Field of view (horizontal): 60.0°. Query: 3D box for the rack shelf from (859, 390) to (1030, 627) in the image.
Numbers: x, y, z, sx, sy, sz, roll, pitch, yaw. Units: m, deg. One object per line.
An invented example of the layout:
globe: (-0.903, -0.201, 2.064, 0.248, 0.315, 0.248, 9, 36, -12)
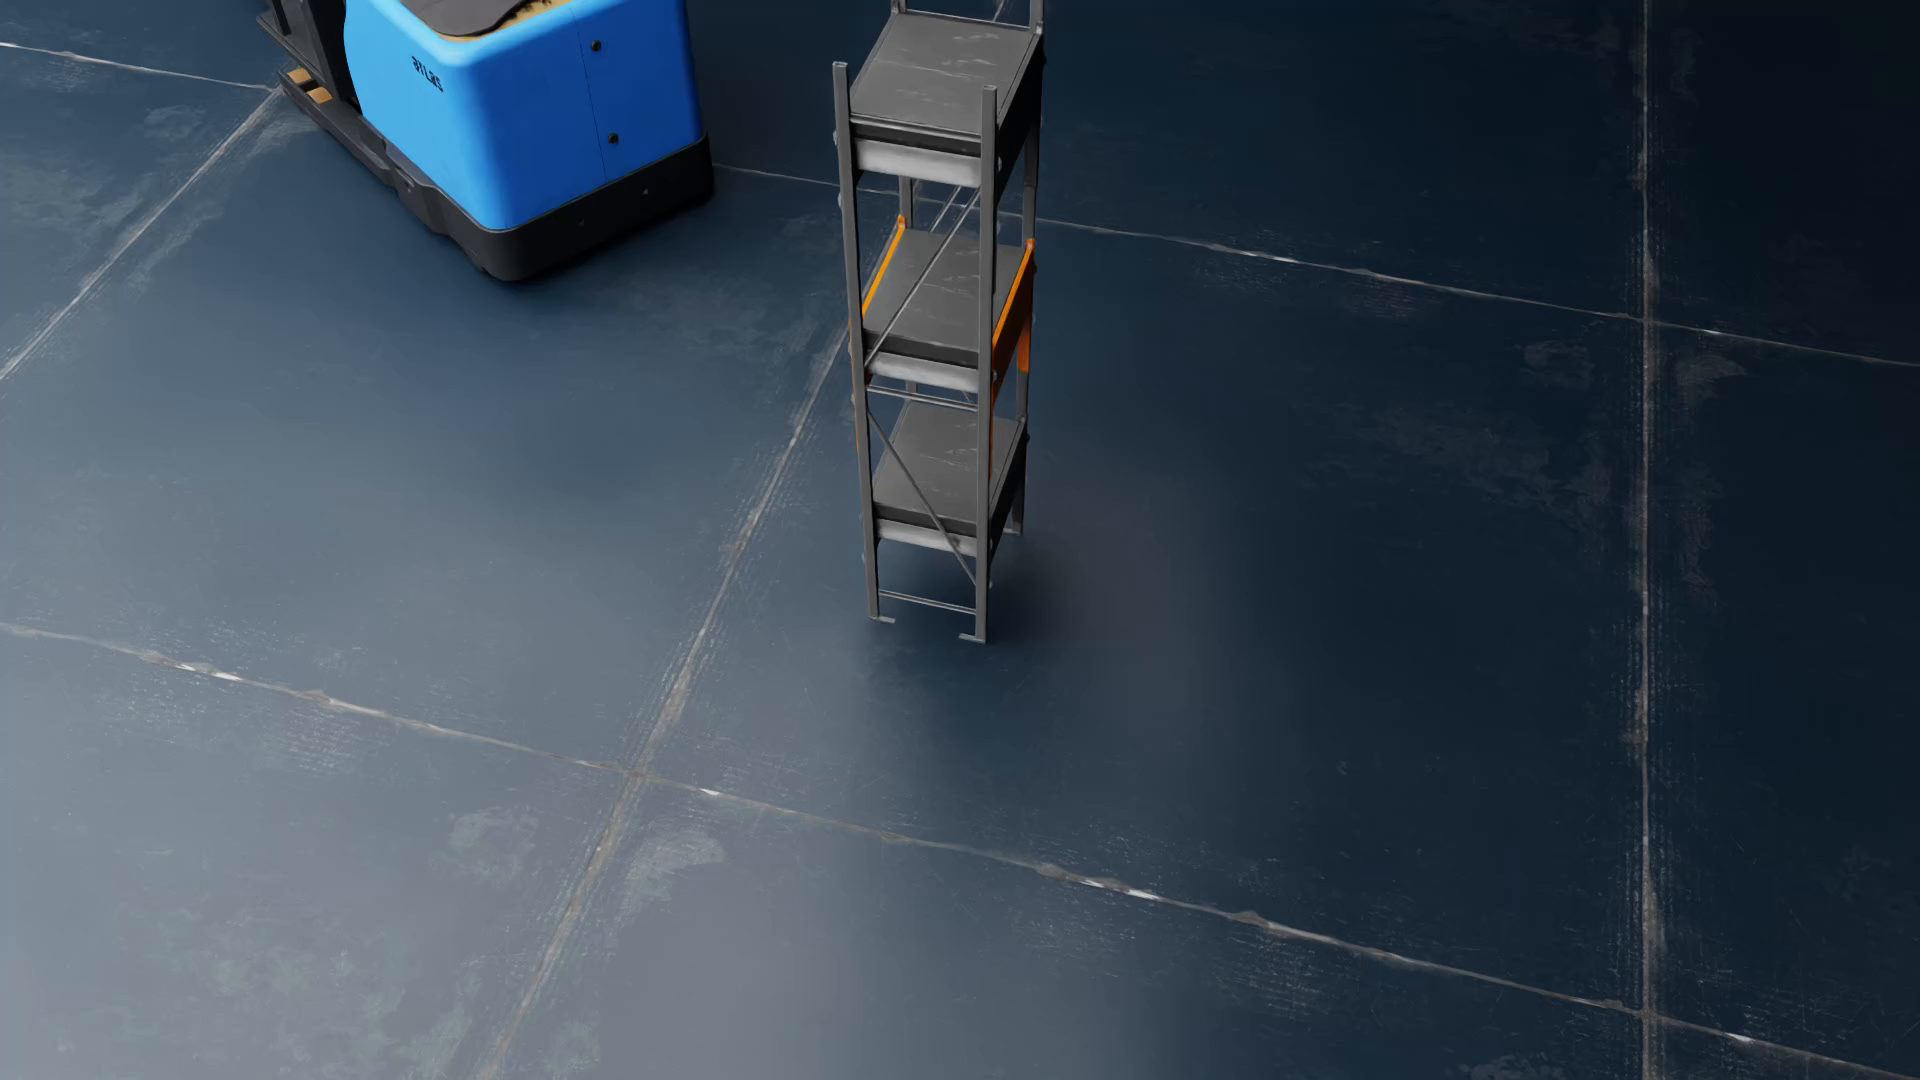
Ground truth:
rack shelf: (-0.044, -0.103, 5.392, 0.431, 0.518, 0.480, 12, 50, 10)

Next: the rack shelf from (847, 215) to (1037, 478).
rack shelf: (-0.044, -0.566, 4.867, 0.431, 0.518, 0.480, 12, 50, 10)

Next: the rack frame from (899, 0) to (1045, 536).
rack frame: (0.021, -0.752, 5.013, 0.400, 2.100, 0.015, 12, 50, 10)

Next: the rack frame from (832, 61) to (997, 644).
rack frame: (-0.108, -0.399, 4.701, 0.400, 2.100, 0.015, 12, 50, 10)

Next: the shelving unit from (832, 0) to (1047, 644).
shelving unit: (-0.044, -0.575, 4.857, 0.431, 2.100, 0.503, 12, 50, 10)

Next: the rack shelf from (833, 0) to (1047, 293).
rack shelf: (-0.044, -1.029, 4.342, 0.431, 0.518, 0.480, 12, 50, 10)

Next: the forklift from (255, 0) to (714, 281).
forklift: (-2.380, -3.025, 6.465, 1.130, 2.935, 3.031, -33, 56, -26)
